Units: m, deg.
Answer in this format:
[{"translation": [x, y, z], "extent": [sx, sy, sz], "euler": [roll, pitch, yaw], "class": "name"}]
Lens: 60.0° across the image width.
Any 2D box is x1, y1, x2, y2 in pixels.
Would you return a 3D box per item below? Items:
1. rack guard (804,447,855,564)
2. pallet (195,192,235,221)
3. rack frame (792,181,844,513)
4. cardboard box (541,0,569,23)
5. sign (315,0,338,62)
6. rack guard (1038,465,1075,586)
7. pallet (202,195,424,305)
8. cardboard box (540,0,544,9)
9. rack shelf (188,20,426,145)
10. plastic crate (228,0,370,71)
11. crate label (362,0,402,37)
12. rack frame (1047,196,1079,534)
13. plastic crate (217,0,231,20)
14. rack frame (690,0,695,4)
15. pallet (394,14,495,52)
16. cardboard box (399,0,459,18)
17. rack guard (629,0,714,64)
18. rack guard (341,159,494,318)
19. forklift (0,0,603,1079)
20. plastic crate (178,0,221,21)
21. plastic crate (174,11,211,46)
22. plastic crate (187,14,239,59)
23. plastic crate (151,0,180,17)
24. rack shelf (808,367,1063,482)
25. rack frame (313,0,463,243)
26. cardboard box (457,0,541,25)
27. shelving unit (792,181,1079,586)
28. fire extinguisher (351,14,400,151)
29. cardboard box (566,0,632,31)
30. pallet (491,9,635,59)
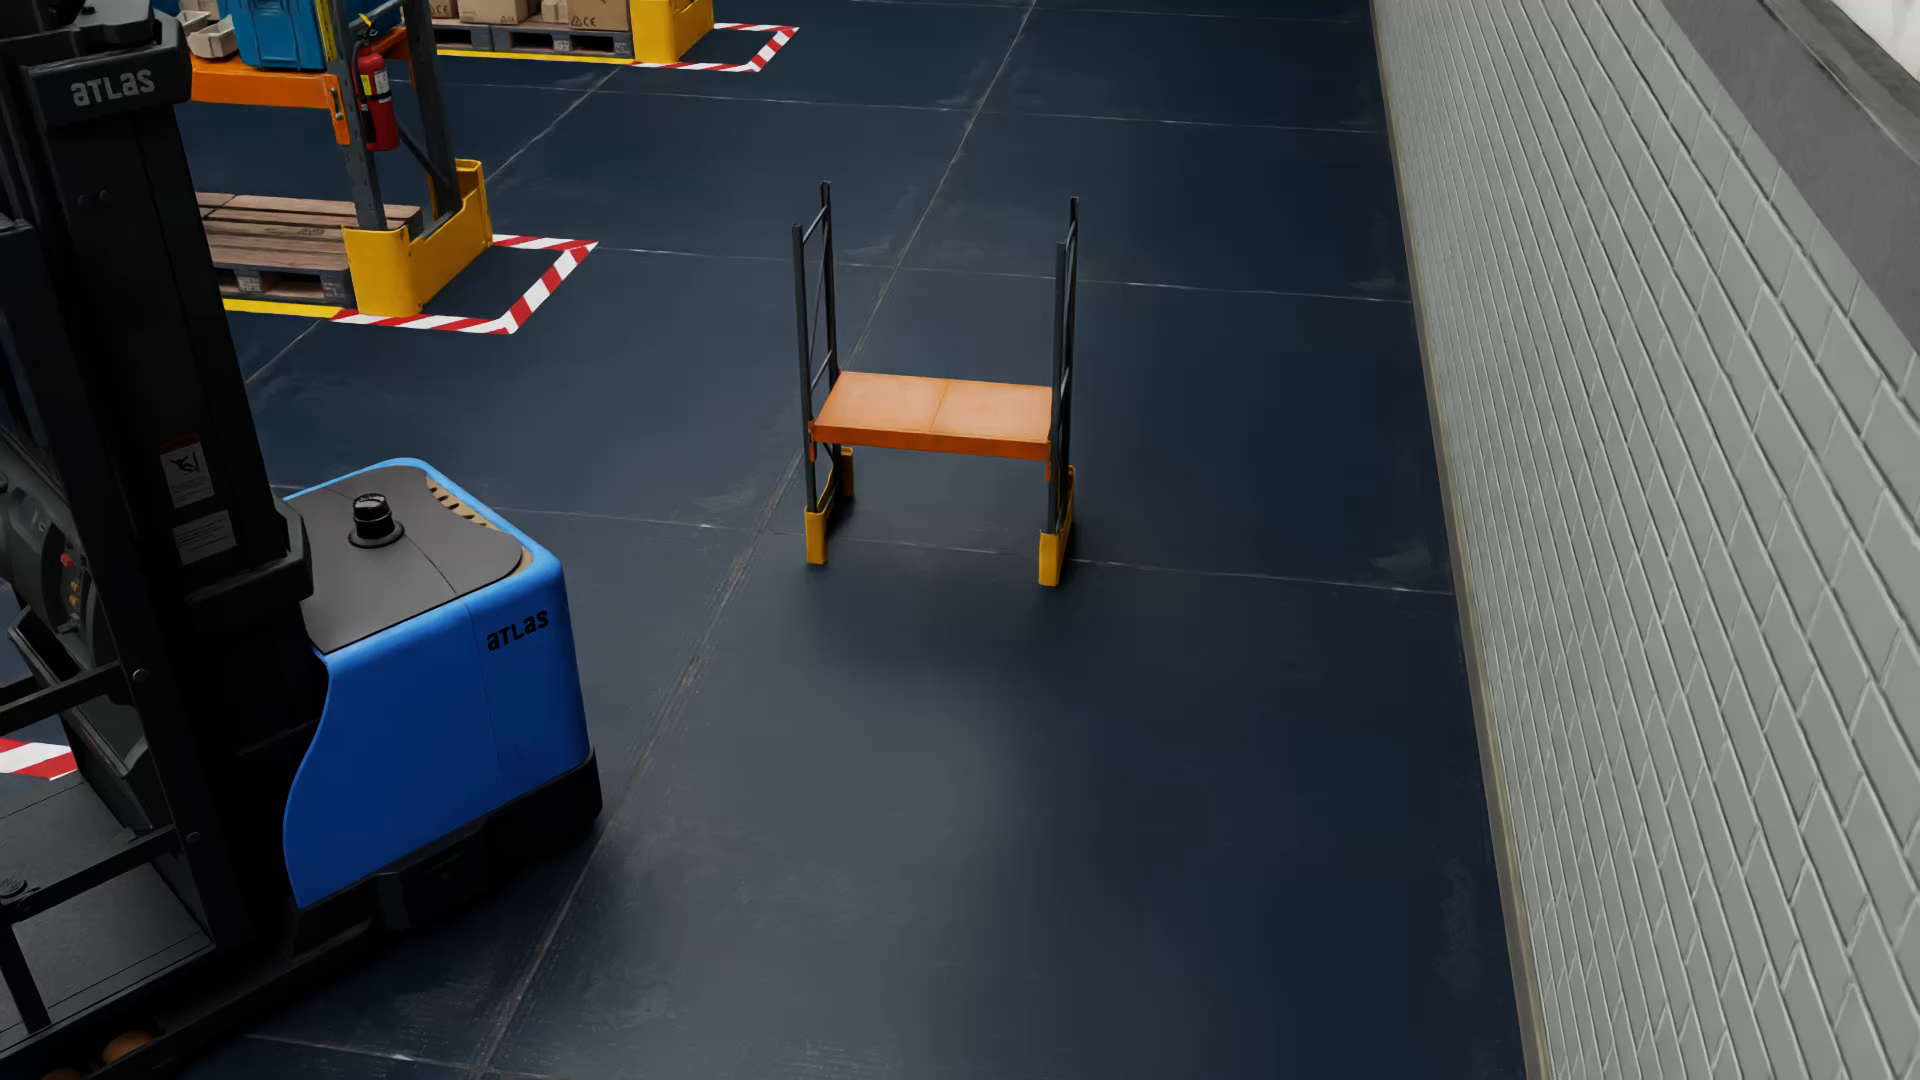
[{"translation": [-0.566, -0.157, 7.266], "extent": [0.087, 0.250, 0.587], "euler": [5, 32, 8], "class": "rack guard"}, {"translation": [-5.135, -1.836, 9.984], "extent": [1.213, 0.211, 1.003], "euler": [5, 32, 8], "class": "pallet"}, {"translation": [-0.585, -0.689, 6.937], "extent": [0.032, 1.500, 0.500], "euler": [5, 32, 8], "class": "rack frame"}, {"translation": [-3.254, -4.393, 13.697], "extent": [0.250, 0.166, 0.380], "euler": [5, 32, 8], "class": "cardboard box"}, {"translation": [-3.206, -2.594, 8.413], "extent": [0.005, 0.325, 0.100], "euler": [5, 32, 8], "class": "sign"}, {"translation": [0.416, -0.068, 7.124], "extent": [0.087, 0.250, 0.587], "euler": [5, 32, 8], "class": "rack guard"}, {"translation": [-3.936, -1.726, 9.809], "extent": [1.213, 0.211, 1.003], "euler": [5, 32, 8], "class": "pallet"}, {"translation": [-3.274, -4.667, 14.056], "extent": [0.500, 0.250, 0.500], "euler": [5, 32, 8], "class": "cardboard box"}, {"translation": [-5.101, -2.688, 9.395], "extent": [4.000, 0.370, 1.077], "euler": [5, 32, 8], "class": "rack shelf"}, {"translation": [-3.491, -2.787, 8.785], "extent": [0.499, 0.435, 0.616], "euler": [5, 32, 8], "class": "plastic crate"}, {"translation": [-3.317, -2.963, 9.257], "extent": [0.303, 0.233, 0.416], "euler": [5, 32, 8], "class": "crate label"}, {"translation": [0.417, -0.598, 6.792], "extent": [0.032, 1.500, 0.500], "euler": [5, 32, 8], "class": "rack frame"}, {"translation": [-3.966, -3.022, 9.351], "extent": [0.300, 0.233, 0.416], "euler": [5, 32, 8], "class": "plastic crate"}, {"translation": [-2.292, -5.404, 13.057], "extent": [0.127, 3.000, 1.000], "euler": [5, 32, 8], "class": "rack frame"}, {"translation": [-4.352, -4.410, 14.097], "extent": [1.213, 0.211, 1.003], "euler": [5, 32, 8], "class": "pallet"}, {"translation": [-4.383, -4.725, 13.909], "extent": [0.637, 0.503, 0.797], "euler": [5, 32, 8], "class": "cardboard box"}, {"translation": [-2.367, -4.352, 13.731], "extent": [0.348, 0.500, 1.175], "euler": [5, 32, 8], "class": "rack guard"}, {"translation": [-3.104, -1.759, 9.589], "extent": [0.348, 0.500, 1.175], "euler": [5, 32, 8], "class": "rack guard"}, {"translation": [-2.632, 0.084, 4.353], "extent": [3.031, 2.935, 1.130], "euler": [-27, 41, -36], "class": "forklift"}, {"translation": [-4.288, -3.054, 9.495], "extent": [0.298, 0.136, 0.250], "euler": [5, 32, 8], "class": "plastic crate"}, {"translation": [-4.247, -2.739, 8.991], "extent": [0.243, 0.136, 0.396], "euler": [5, 32, 8], "class": "plastic crate"}, {"translation": [-3.964, -2.706, 8.938], "extent": [0.243, 0.136, 0.396], "euler": [5, 32, 8], "class": "plastic crate"}, {"translation": [-4.615, -3.080, 9.445], "extent": [0.300, 0.233, 0.416], "euler": [5, 32, 8], "class": "plastic crate"}, {"translation": [-0.084, -0.491, 6.960], "extent": [1.000, 0.185, 0.538], "euler": [5, 32, 8], "class": "rack shelf"}, {"translation": [-3.129, -2.814, 8.919], "extent": [0.127, 3.000, 1.000], "euler": [5, 32, 8], "class": "rack frame"}, {"translation": [-3.801, -4.446, 13.702], "extent": [0.500, 0.250, 0.500], "euler": [5, 32, 8], "class": "cardboard box"}, {"translation": [-0.075, -0.643, 6.863], "extent": [1.083, 1.500, 0.587], "euler": [5, 32, 8], "class": "shelving unit"}, {"translation": [-3.057, -2.372, 8.637], "extent": [0.183, 0.674, 0.296], "euler": [5, 32, 8], "class": "fire extinguisher"}, {"translation": [-2.870, -4.451, 13.475], "extent": [0.500, 0.500, 0.500], "euler": [5, 32, 8], "class": "cardboard box"}, {"translation": [-3.153, -4.300, 13.921], "extent": [1.213, 0.211, 1.003], "euler": [5, 32, 8], "class": "pallet"}]
